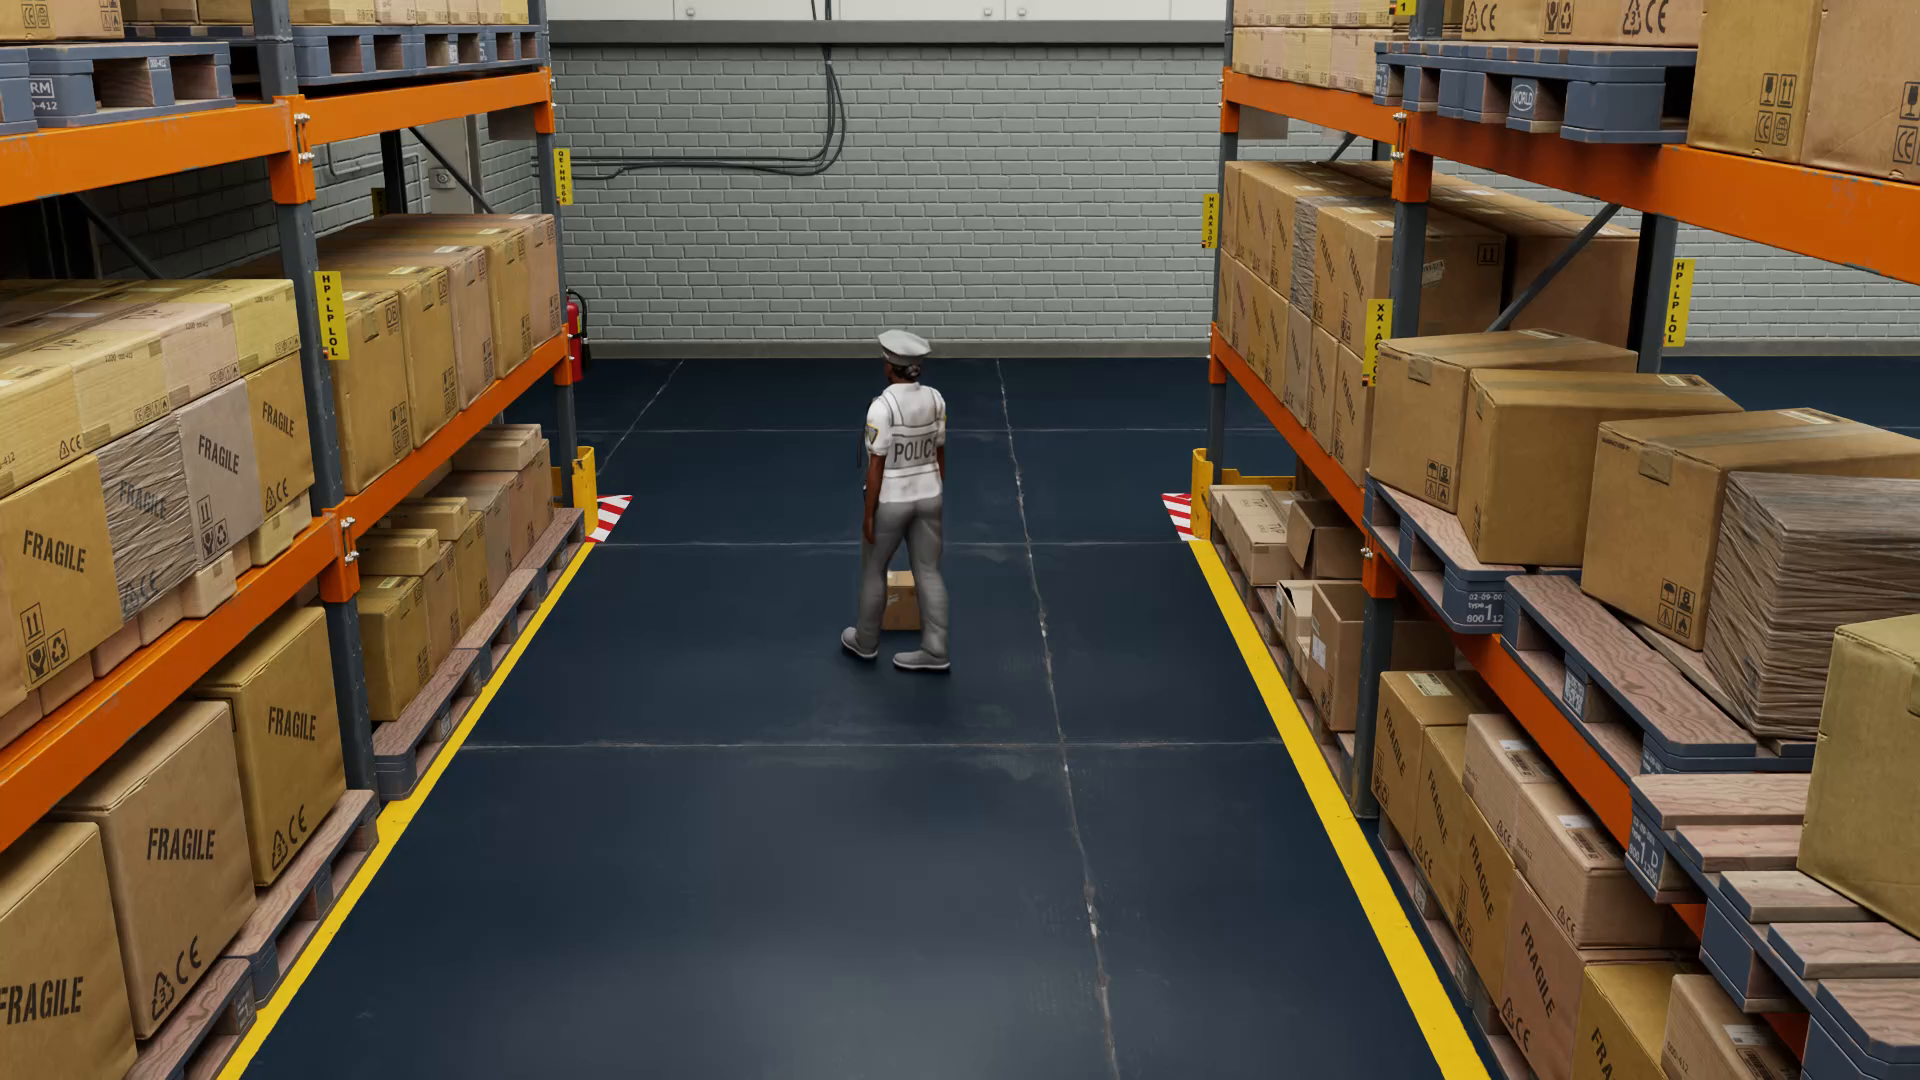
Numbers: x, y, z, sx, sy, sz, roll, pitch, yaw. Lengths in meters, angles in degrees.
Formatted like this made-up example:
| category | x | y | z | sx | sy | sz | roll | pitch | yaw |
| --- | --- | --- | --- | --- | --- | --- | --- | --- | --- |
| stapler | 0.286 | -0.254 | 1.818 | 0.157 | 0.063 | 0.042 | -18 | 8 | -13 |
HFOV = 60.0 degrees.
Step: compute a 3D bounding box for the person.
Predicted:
| category | x | y | z | sx | sy | sz | roll | pitch | yaw |
| --- | --- | --- | --- | --- | --- | --- | --- | --- | --- |
| person | -0.328 | -0.205 | 8.159 | 0.454 | 1.669 | 0.640 | -12 | 21 | -33 |
